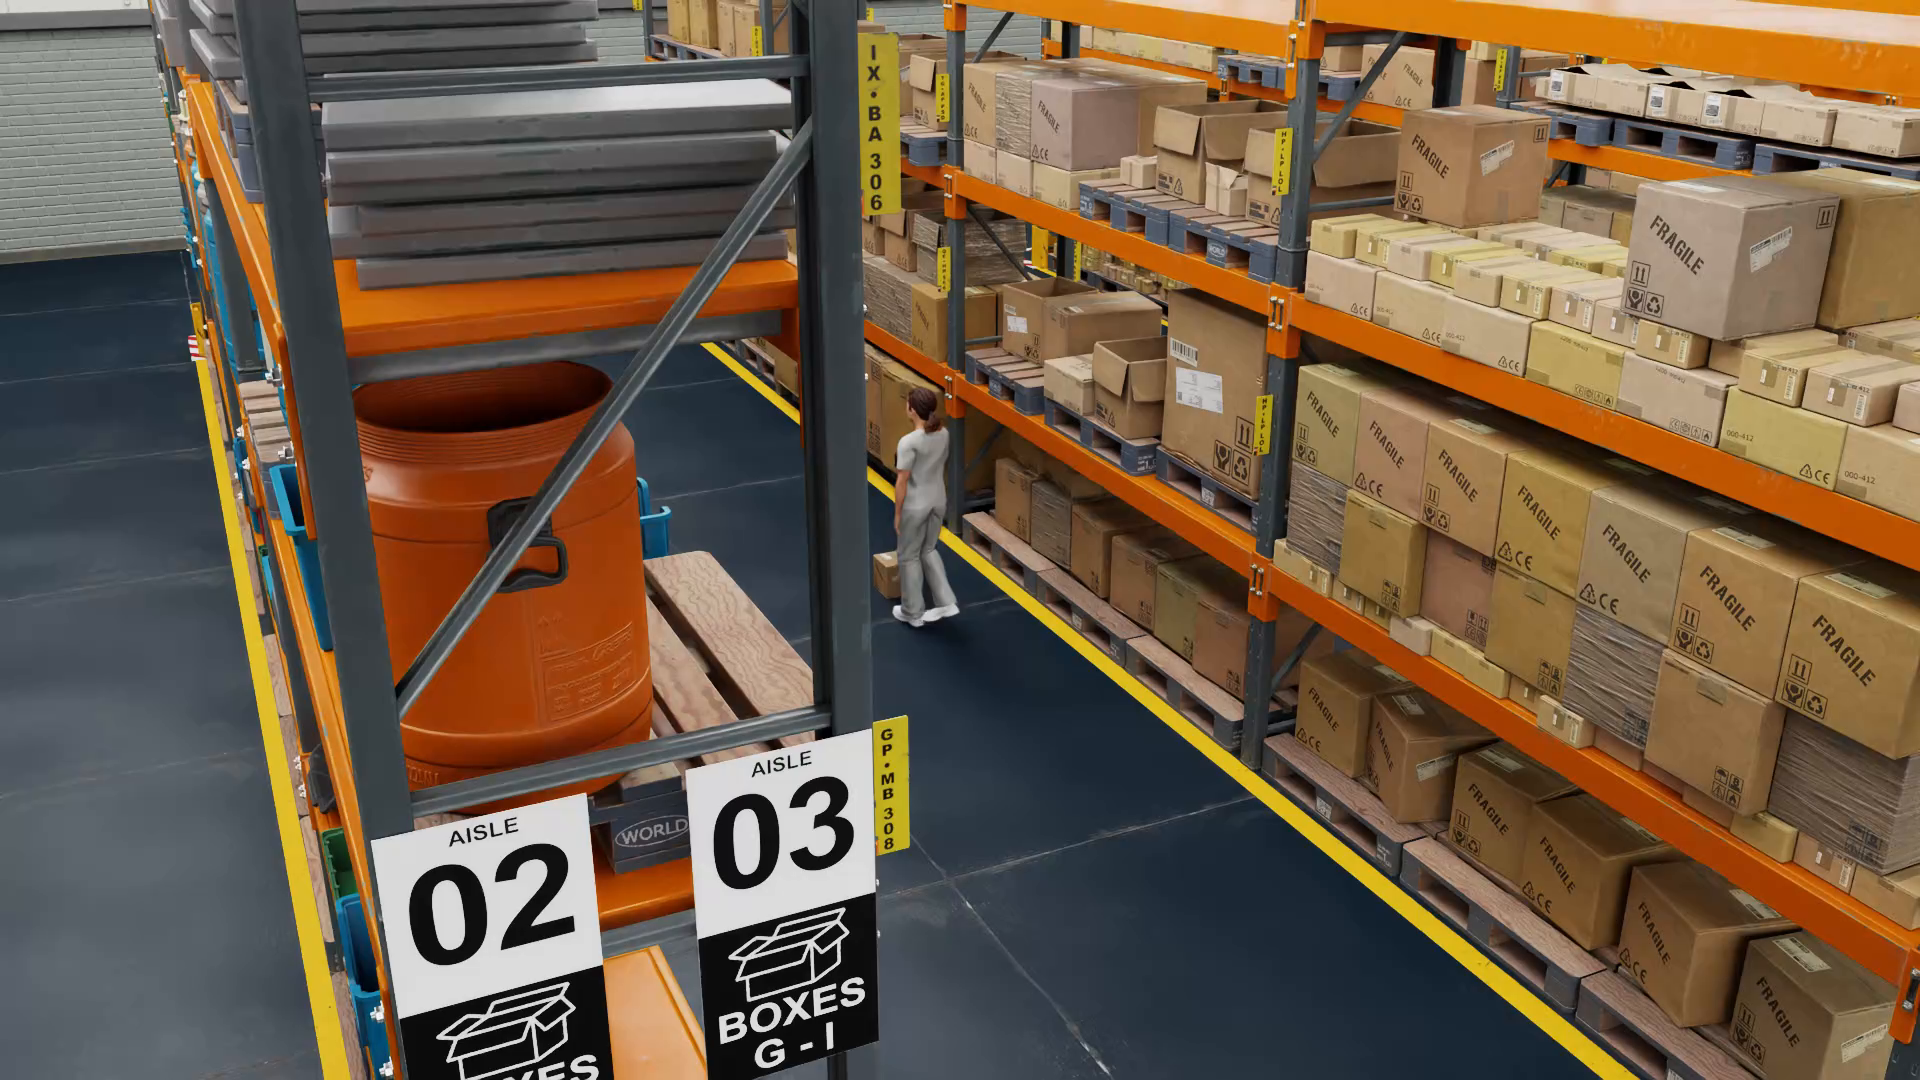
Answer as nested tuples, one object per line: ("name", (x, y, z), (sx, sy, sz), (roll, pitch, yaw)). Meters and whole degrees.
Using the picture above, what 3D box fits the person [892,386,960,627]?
("person", (-0.249, -0.204, 11.060), (0.461, 1.675, 0.522), (-17, 28, -36))
